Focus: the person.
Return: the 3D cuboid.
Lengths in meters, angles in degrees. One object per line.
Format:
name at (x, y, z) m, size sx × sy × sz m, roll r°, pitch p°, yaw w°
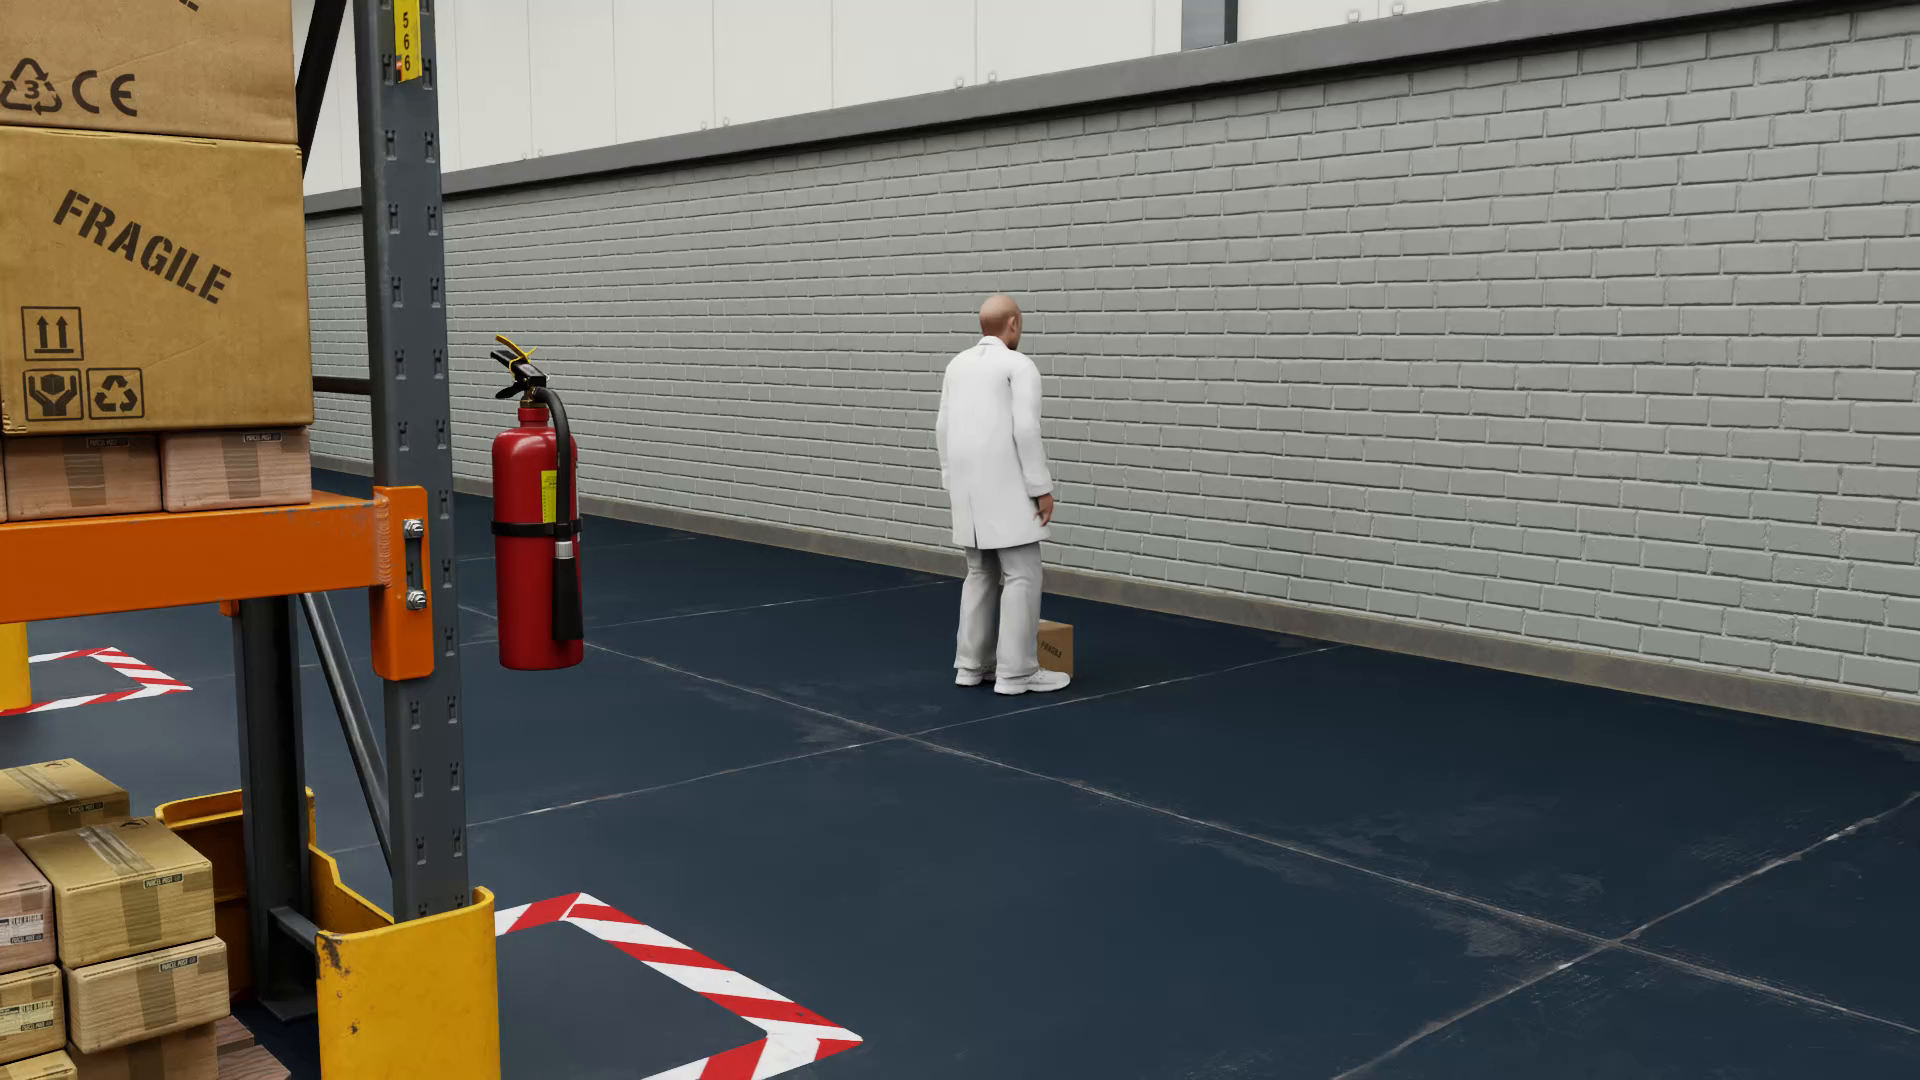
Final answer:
person at (0.167, -0.215, 7.527) m, size 0.429 × 1.772 × 0.645 m, roll -7°, pitch 10°, yaw -44°
